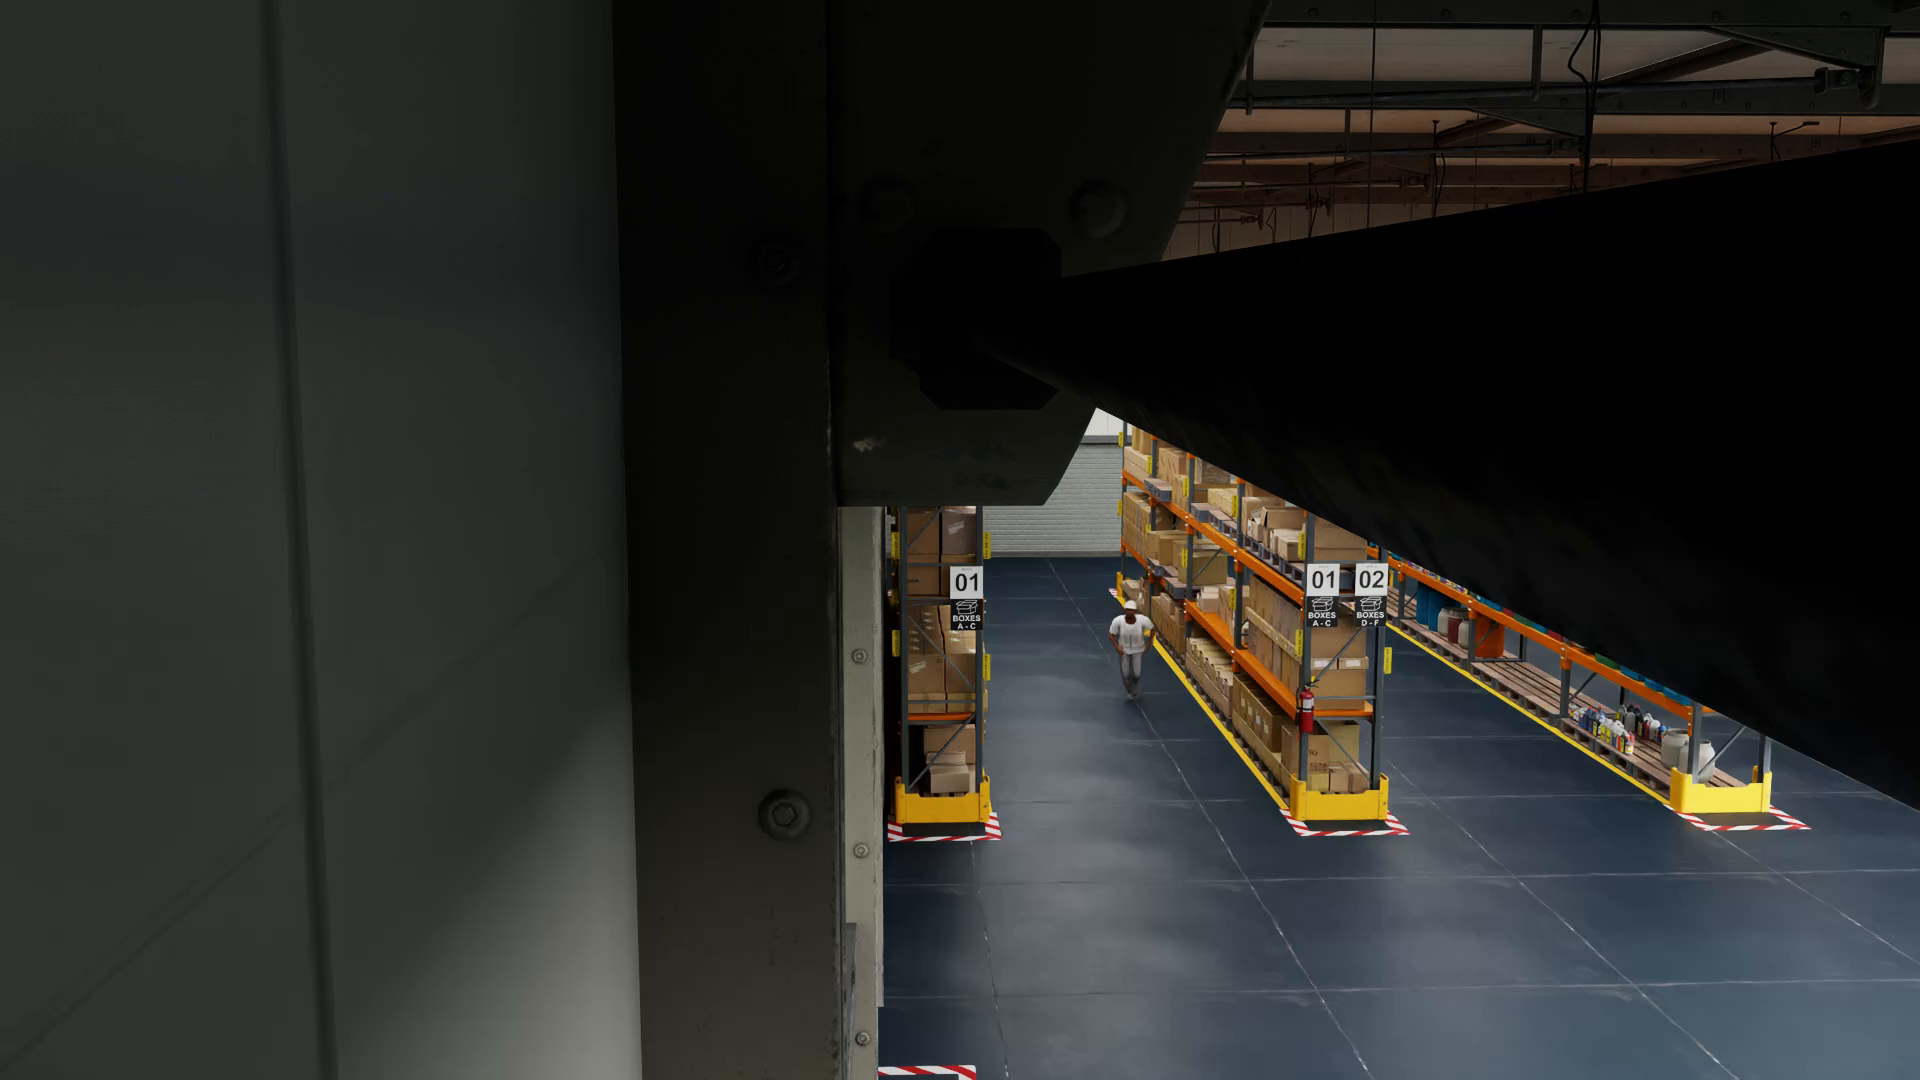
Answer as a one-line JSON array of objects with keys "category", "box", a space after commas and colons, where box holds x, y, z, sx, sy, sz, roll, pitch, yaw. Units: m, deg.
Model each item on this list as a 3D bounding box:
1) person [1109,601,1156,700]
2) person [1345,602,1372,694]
[{"category": "person", "box": [2.755, 1.767, 26.662, 0.743, 1.672, 0.680, 1, 8, 7]}, {"category": "person", "box": [6.502, 1.636, 27.402, 0.675, 1.714, 1.091, -1, 8, -6]}]
